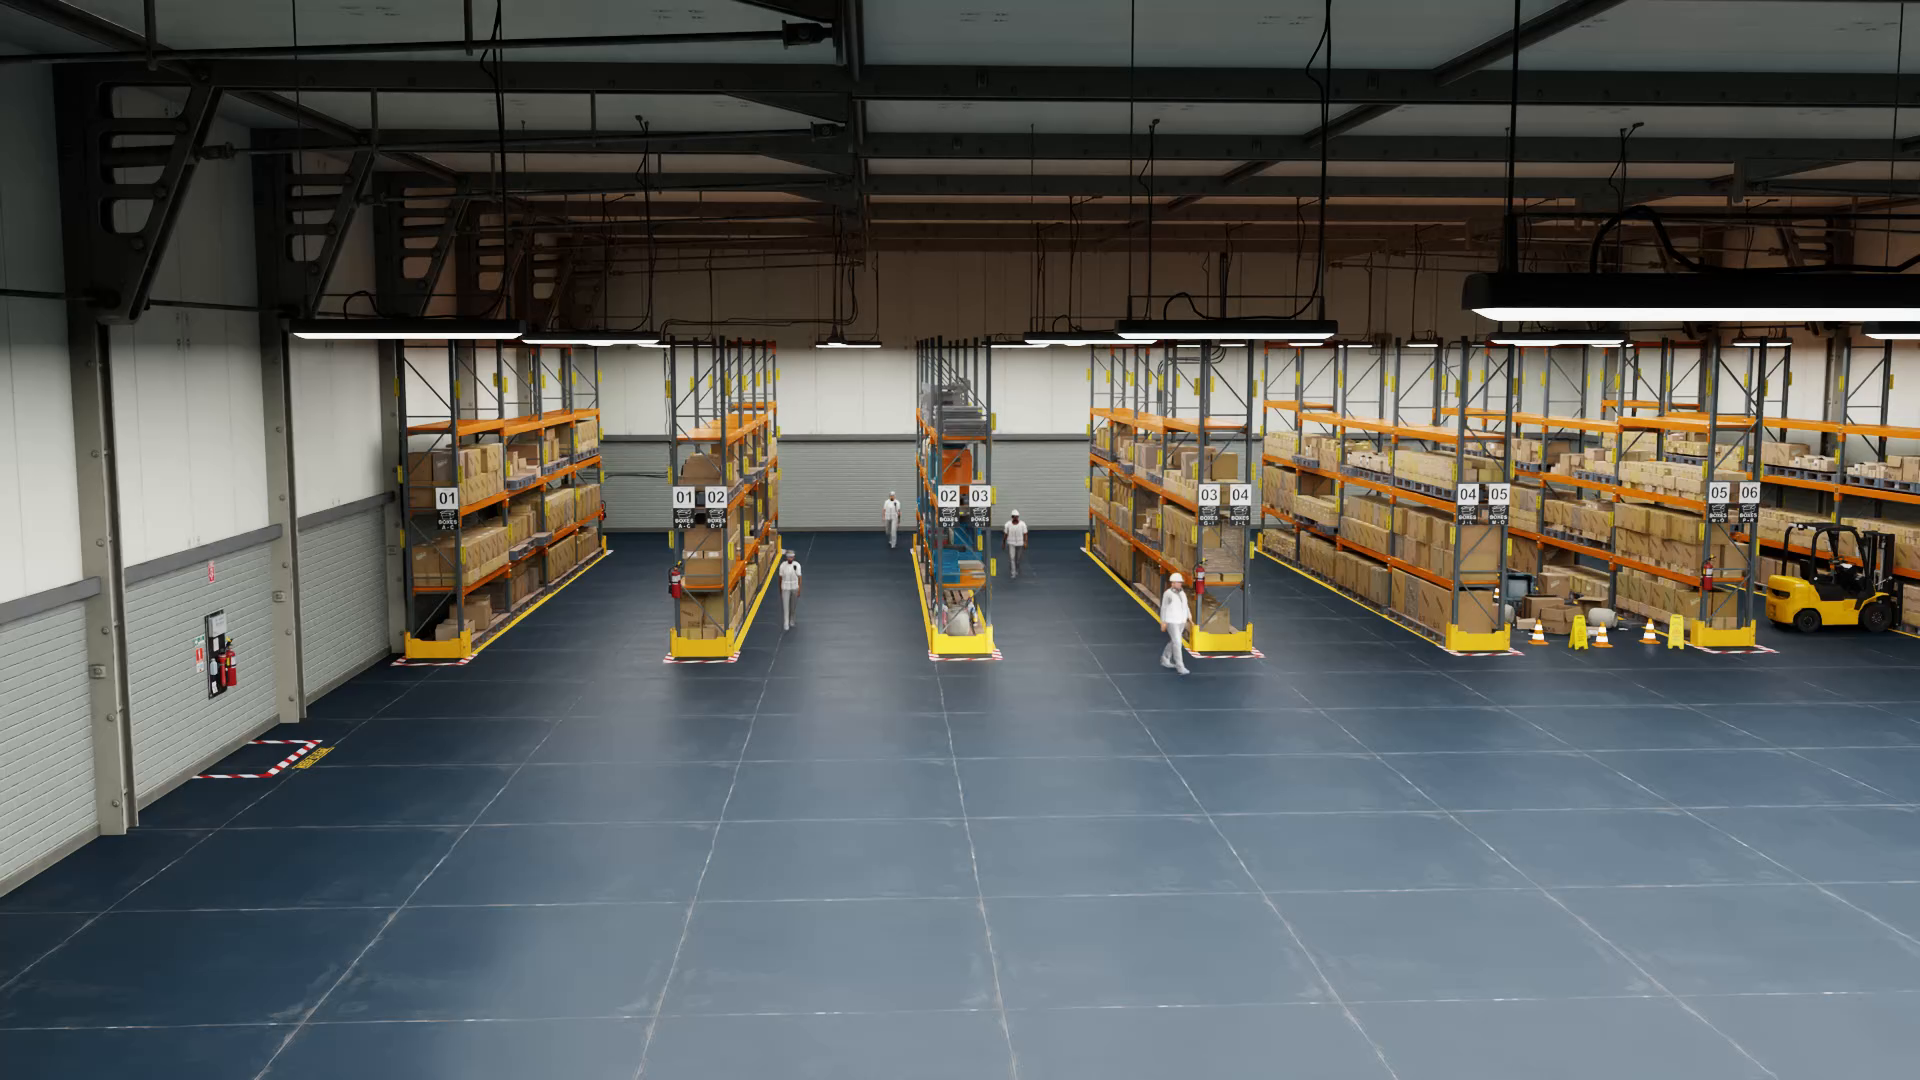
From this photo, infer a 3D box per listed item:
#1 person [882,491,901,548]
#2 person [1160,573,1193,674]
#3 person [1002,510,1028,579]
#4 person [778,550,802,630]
[{"bbox_3d":[-1.979,-0.616,48.524,0.494,1.626,0.862,1,7,12],"label":"person"},{"bbox_3d":[3.901,1.463,29.754,0.569,1.737,0.871,-6,9,-44],"label":"person"},{"bbox_3d":[1.414,0.098,41.797,0.593,1.695,1.067,-1,7,-11],"label":"person"},{"bbox_3d":[-3.487,1.013,34.209,0.469,1.620,0.977,-2,7,-16],"label":"person"}]
